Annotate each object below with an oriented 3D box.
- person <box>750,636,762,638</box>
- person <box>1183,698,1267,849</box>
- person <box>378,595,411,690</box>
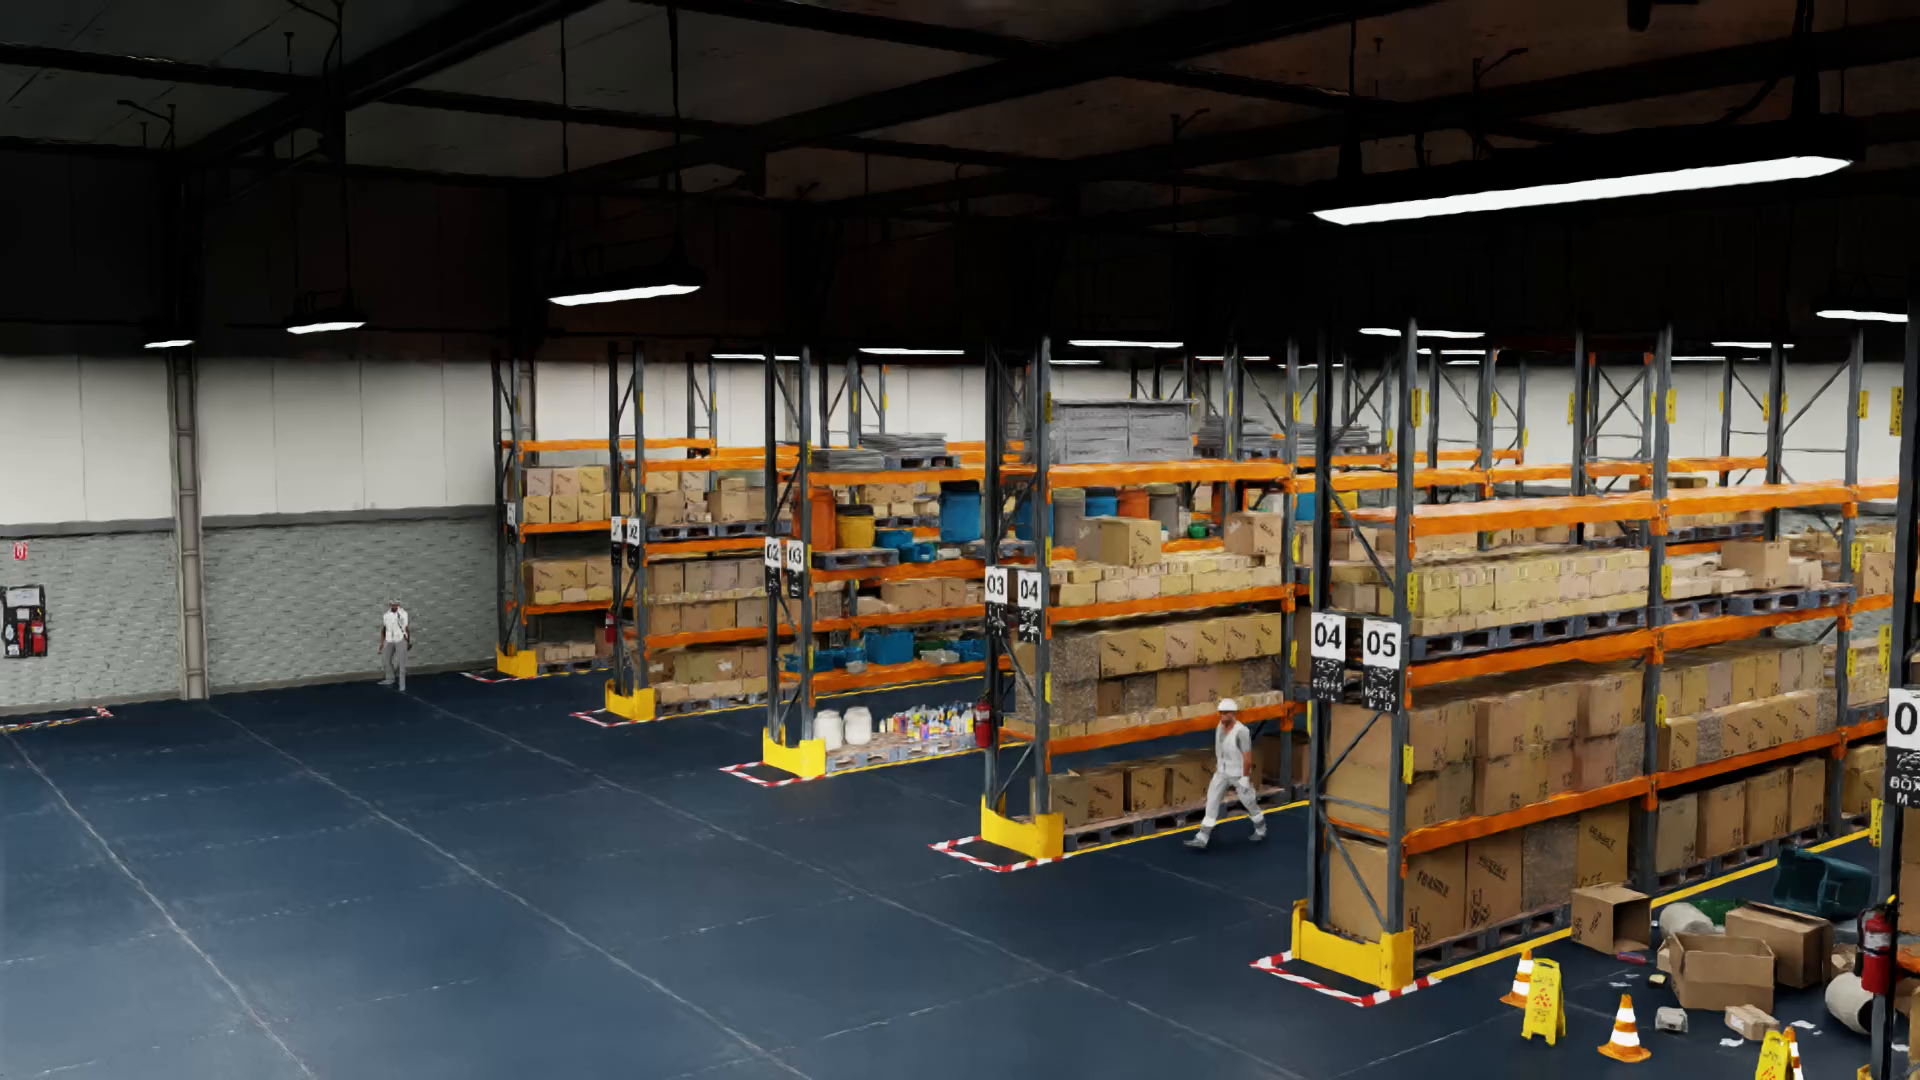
[{"bbox_3d":[-3.938,1.628,30.664,1.036,1.658,0.536,-5,7,-45],"label":"person"},{"bbox_3d":[3.063,2.640,18.884,1.124,1.709,0.550,-4,6,-39],"label":"person"},{"bbox_3d":[-9.964,1.782,29.172,0.675,1.665,0.499,1,5,7],"label":"person"}]
